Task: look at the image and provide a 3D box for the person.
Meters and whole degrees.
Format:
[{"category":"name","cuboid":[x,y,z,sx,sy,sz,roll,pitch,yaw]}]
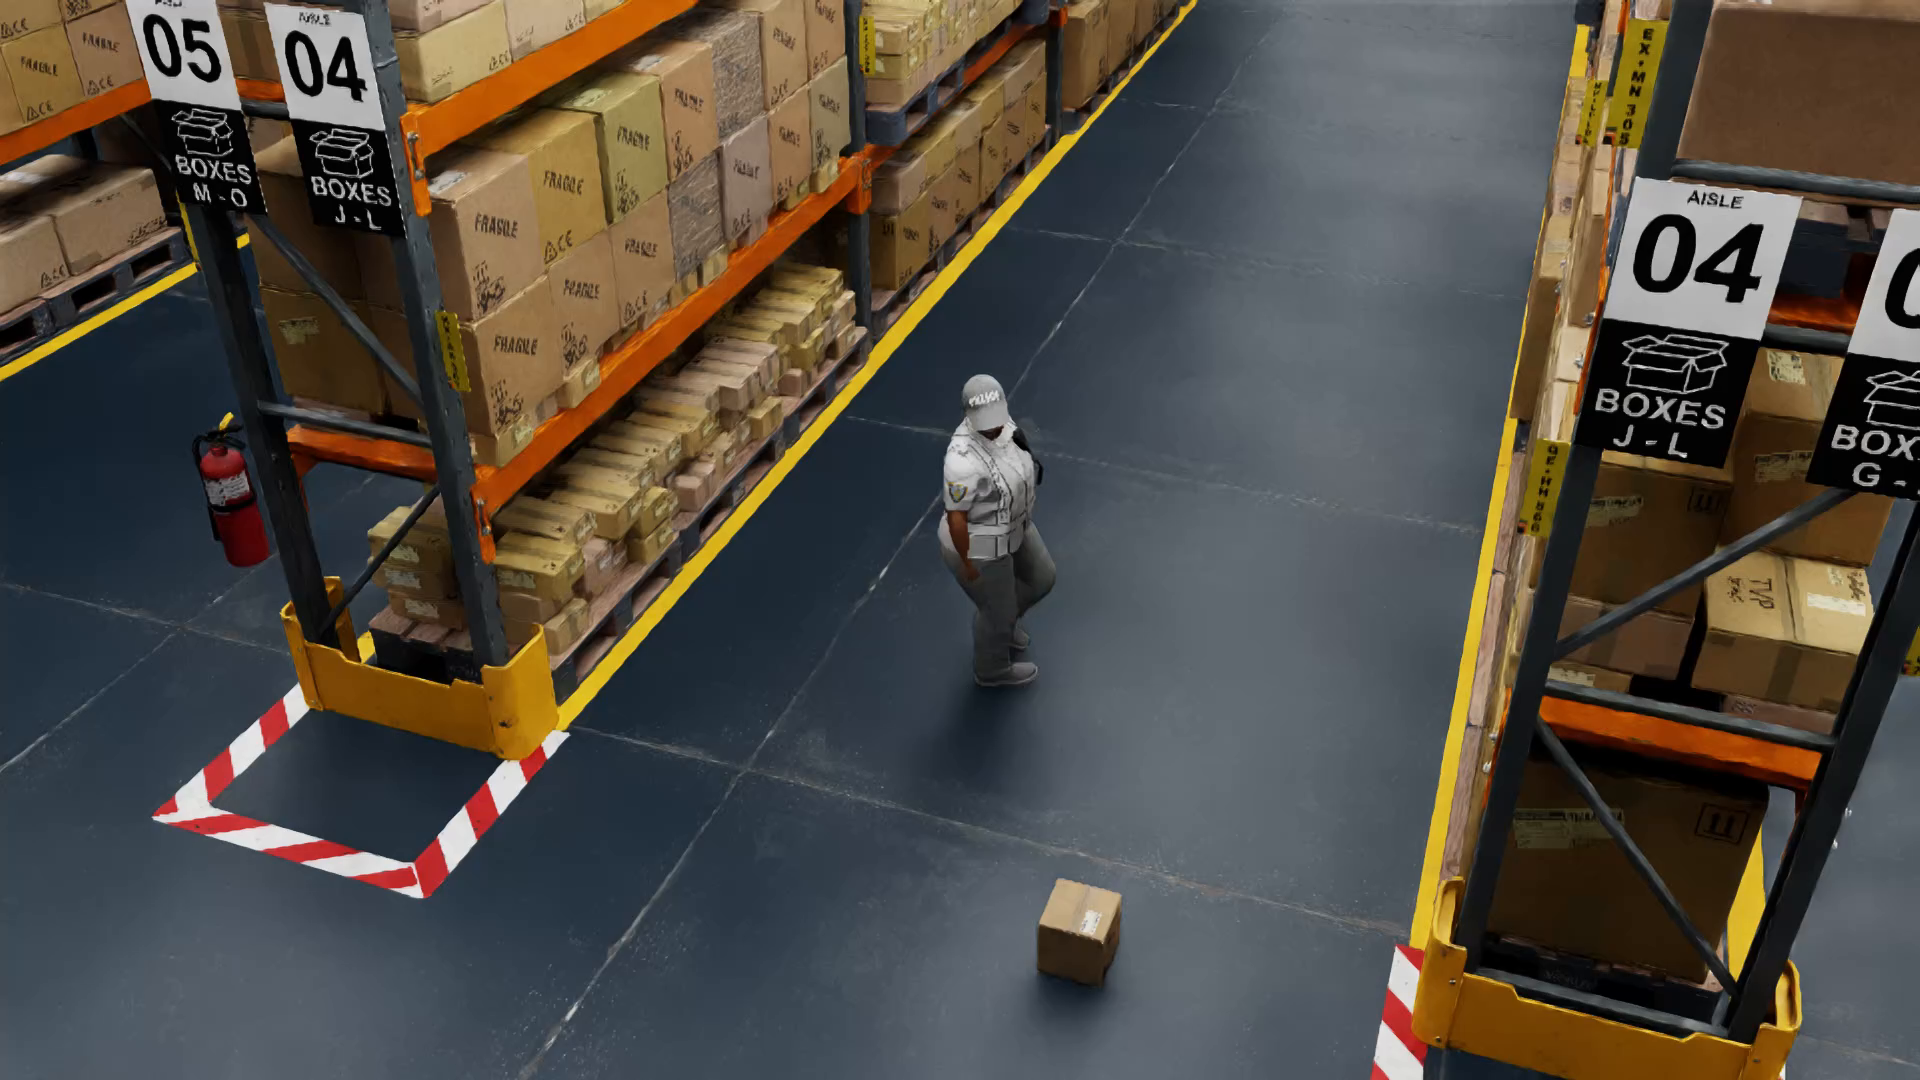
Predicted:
[{"category":"person","cuboid":[0.170,-0.034,7.207,0.449,1.656,0.660,11,35,17]}]
